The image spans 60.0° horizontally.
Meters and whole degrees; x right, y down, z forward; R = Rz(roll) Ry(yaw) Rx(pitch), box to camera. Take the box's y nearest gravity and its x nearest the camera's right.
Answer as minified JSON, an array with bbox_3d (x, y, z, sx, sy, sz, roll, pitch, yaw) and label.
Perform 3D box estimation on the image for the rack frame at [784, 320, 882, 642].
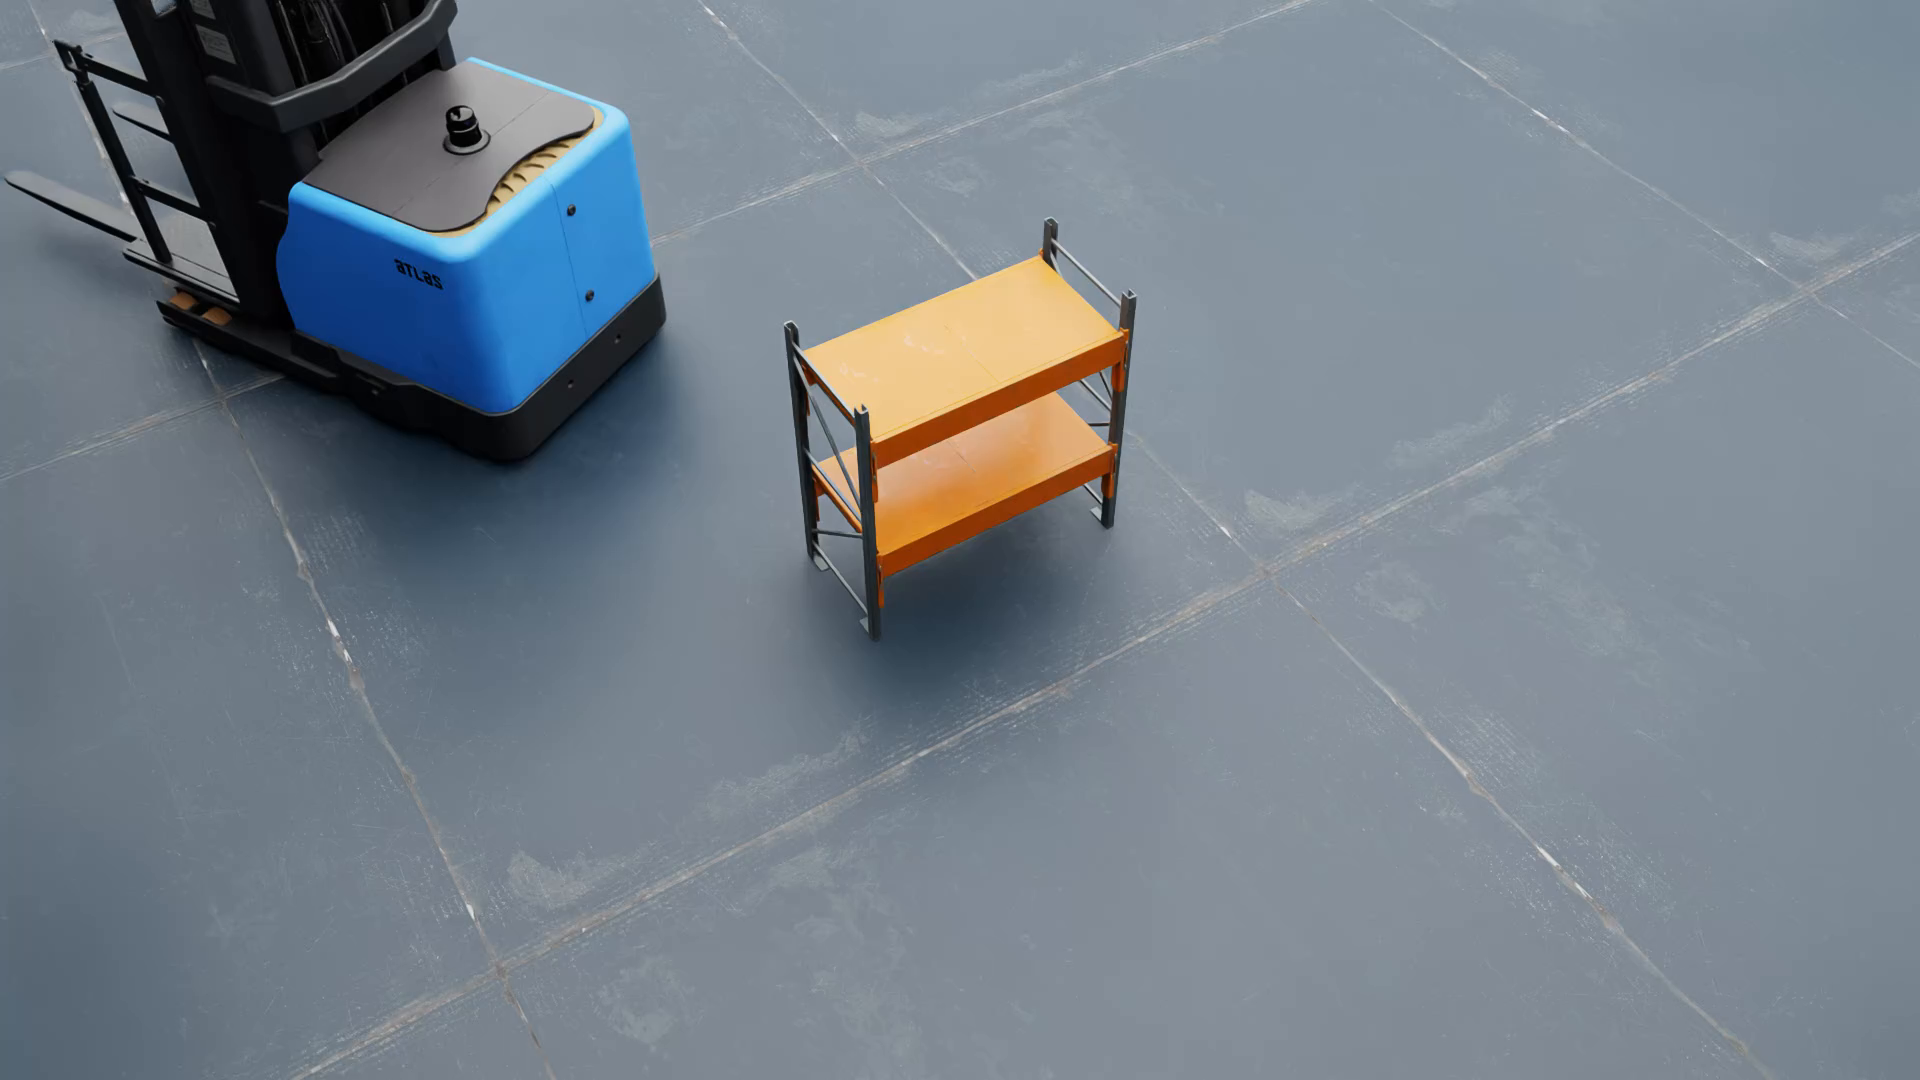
[{"bbox_3d":[-0.424,-0.174,5.652,0.032,1.125,0.500,-25,53,-21],"label":"rack frame"}]

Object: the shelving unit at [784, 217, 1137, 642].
[{"bbox_3d":[0.006,-0.377,5.832,1.048,1.125,0.538,-25,53,-21],"label":"shelving unit"}]

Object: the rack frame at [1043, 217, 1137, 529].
[{"bbox_3d":[0.436,-0.579,6.013,0.032,1.125,0.500,-25,53,-21],"label":"rack frame"}]

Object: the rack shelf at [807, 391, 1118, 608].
[{"bbox_3d":[0.006,-0.214,6.015,1.000,0.278,0.538,-25,53,-21],"label":"rack shelf"}]

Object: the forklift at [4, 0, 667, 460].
[{"bbox_3d":[-2.771,-2.102,6.160,3.031,2.935,1.130,23,52,19],"label":"forklift"}]

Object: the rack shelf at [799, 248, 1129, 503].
[{"bbox_3d":[0.006,-0.571,5.614,1.000,0.278,0.538,-25,53,-21],"label":"rack shelf"}]
